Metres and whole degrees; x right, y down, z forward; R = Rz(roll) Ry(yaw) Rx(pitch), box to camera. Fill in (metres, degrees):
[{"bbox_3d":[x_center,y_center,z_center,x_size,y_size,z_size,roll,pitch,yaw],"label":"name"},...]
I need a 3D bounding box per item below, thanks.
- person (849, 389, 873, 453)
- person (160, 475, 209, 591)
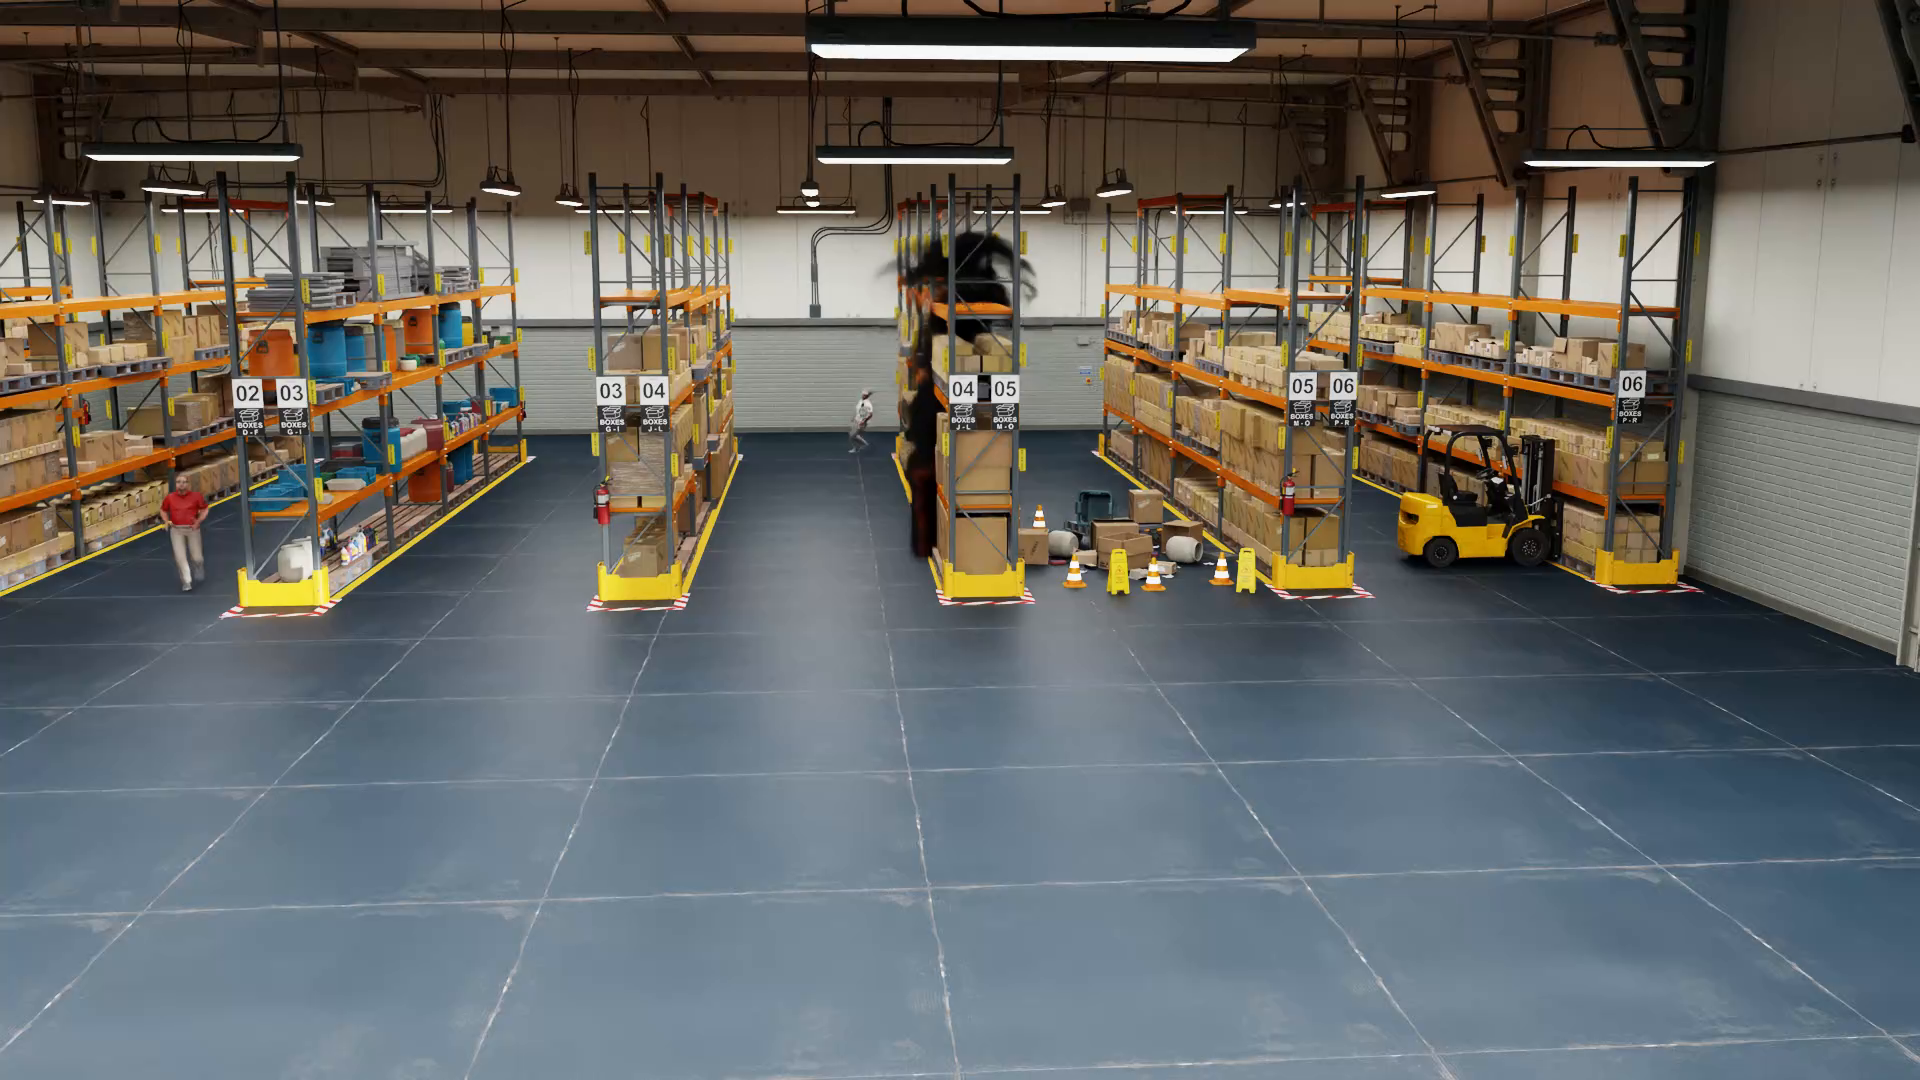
[{"bbox_3d":[-2.449,-2.899,40.585,0.526,1.603,0.677,-4,11,-21],"label":"person"},{"bbox_3d":[-11.444,-0.125,24.574,0.666,1.676,0.674,-3,11,-19],"label":"person"}]
